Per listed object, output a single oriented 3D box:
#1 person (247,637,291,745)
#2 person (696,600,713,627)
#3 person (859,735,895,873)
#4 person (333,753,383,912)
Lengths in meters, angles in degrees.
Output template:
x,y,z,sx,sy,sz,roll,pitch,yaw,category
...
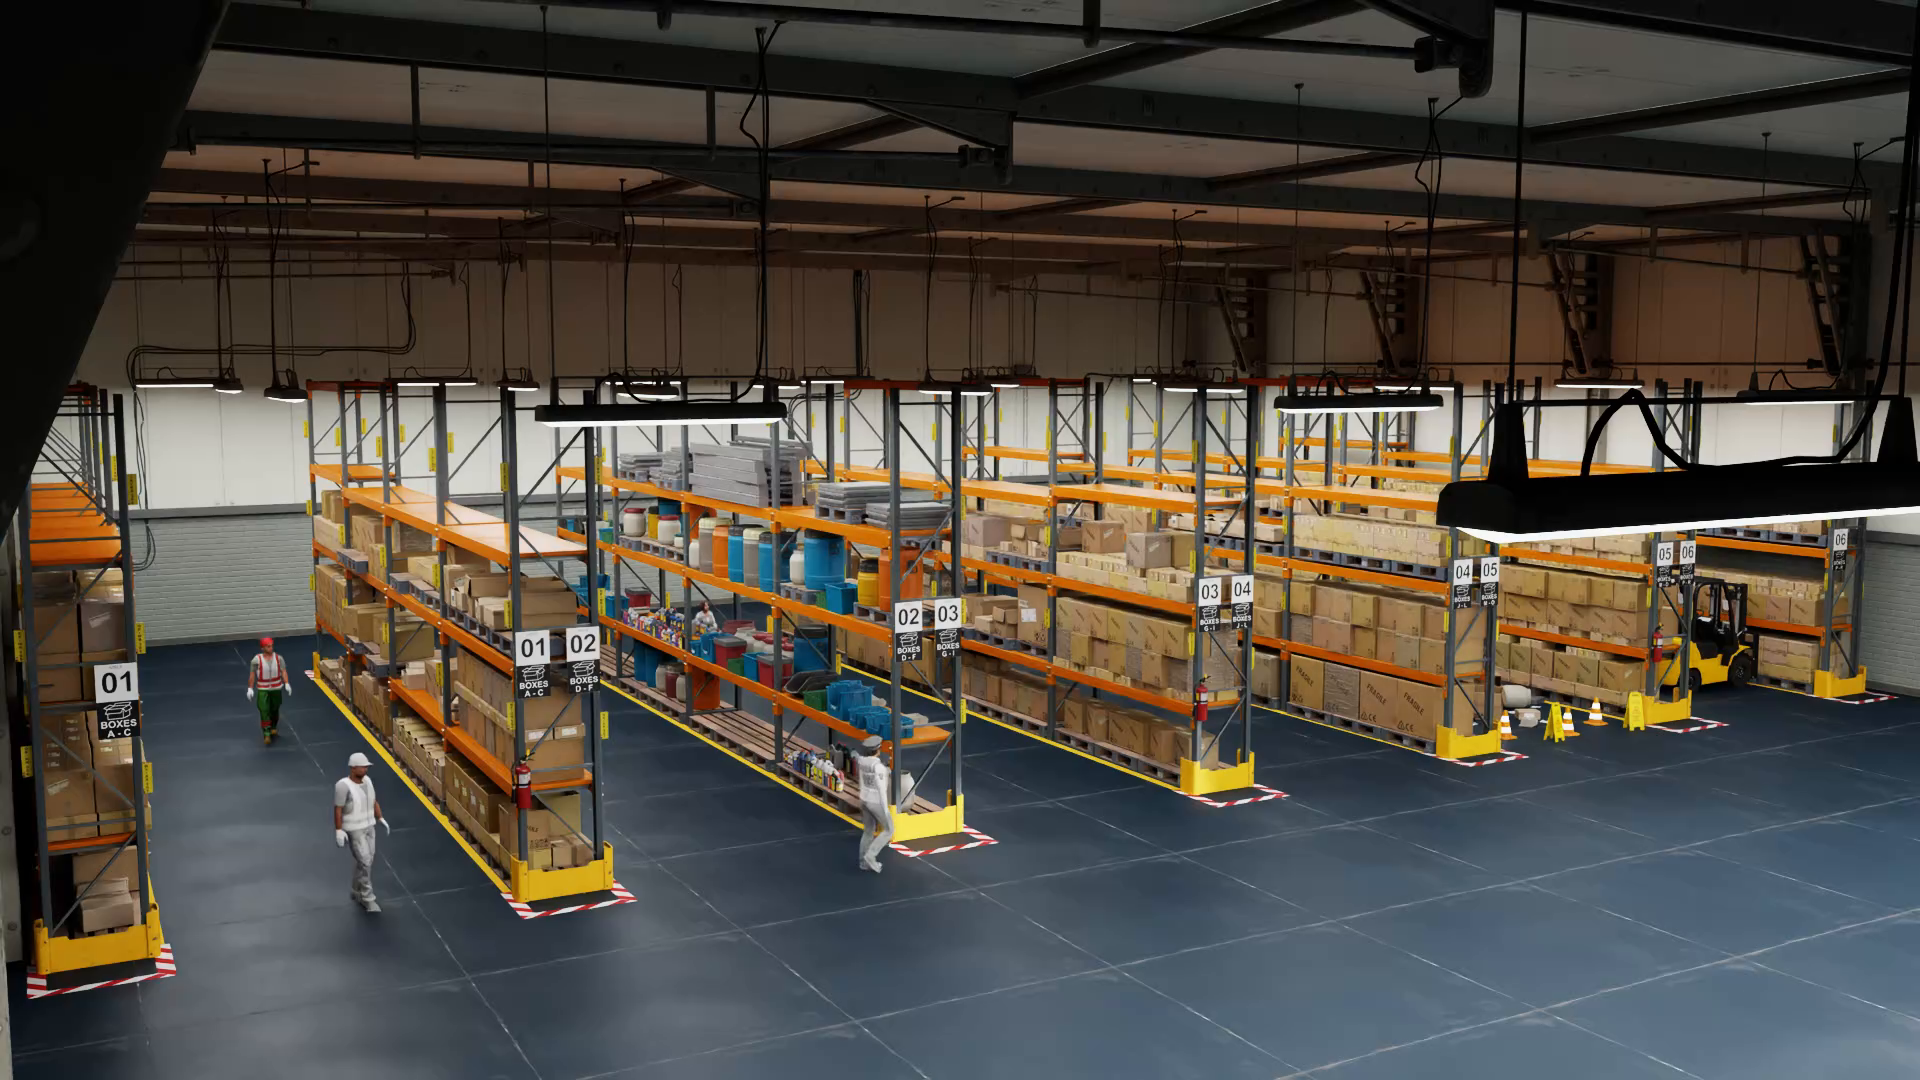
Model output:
x,y,z,sx,sy,sz,roll,pitch,yaw,category
-11.561,2.488,27.826,0.690,1.725,1.061,-3,7,-26,person
-5.219,1.965,33.807,0.489,1.525,1.002,-5,8,-40,person
-1.066,3.281,20.730,0.395,1.691,0.503,-3,7,-30,person
-6.941,3.387,19.416,0.591,1.797,0.580,2,6,18,person
